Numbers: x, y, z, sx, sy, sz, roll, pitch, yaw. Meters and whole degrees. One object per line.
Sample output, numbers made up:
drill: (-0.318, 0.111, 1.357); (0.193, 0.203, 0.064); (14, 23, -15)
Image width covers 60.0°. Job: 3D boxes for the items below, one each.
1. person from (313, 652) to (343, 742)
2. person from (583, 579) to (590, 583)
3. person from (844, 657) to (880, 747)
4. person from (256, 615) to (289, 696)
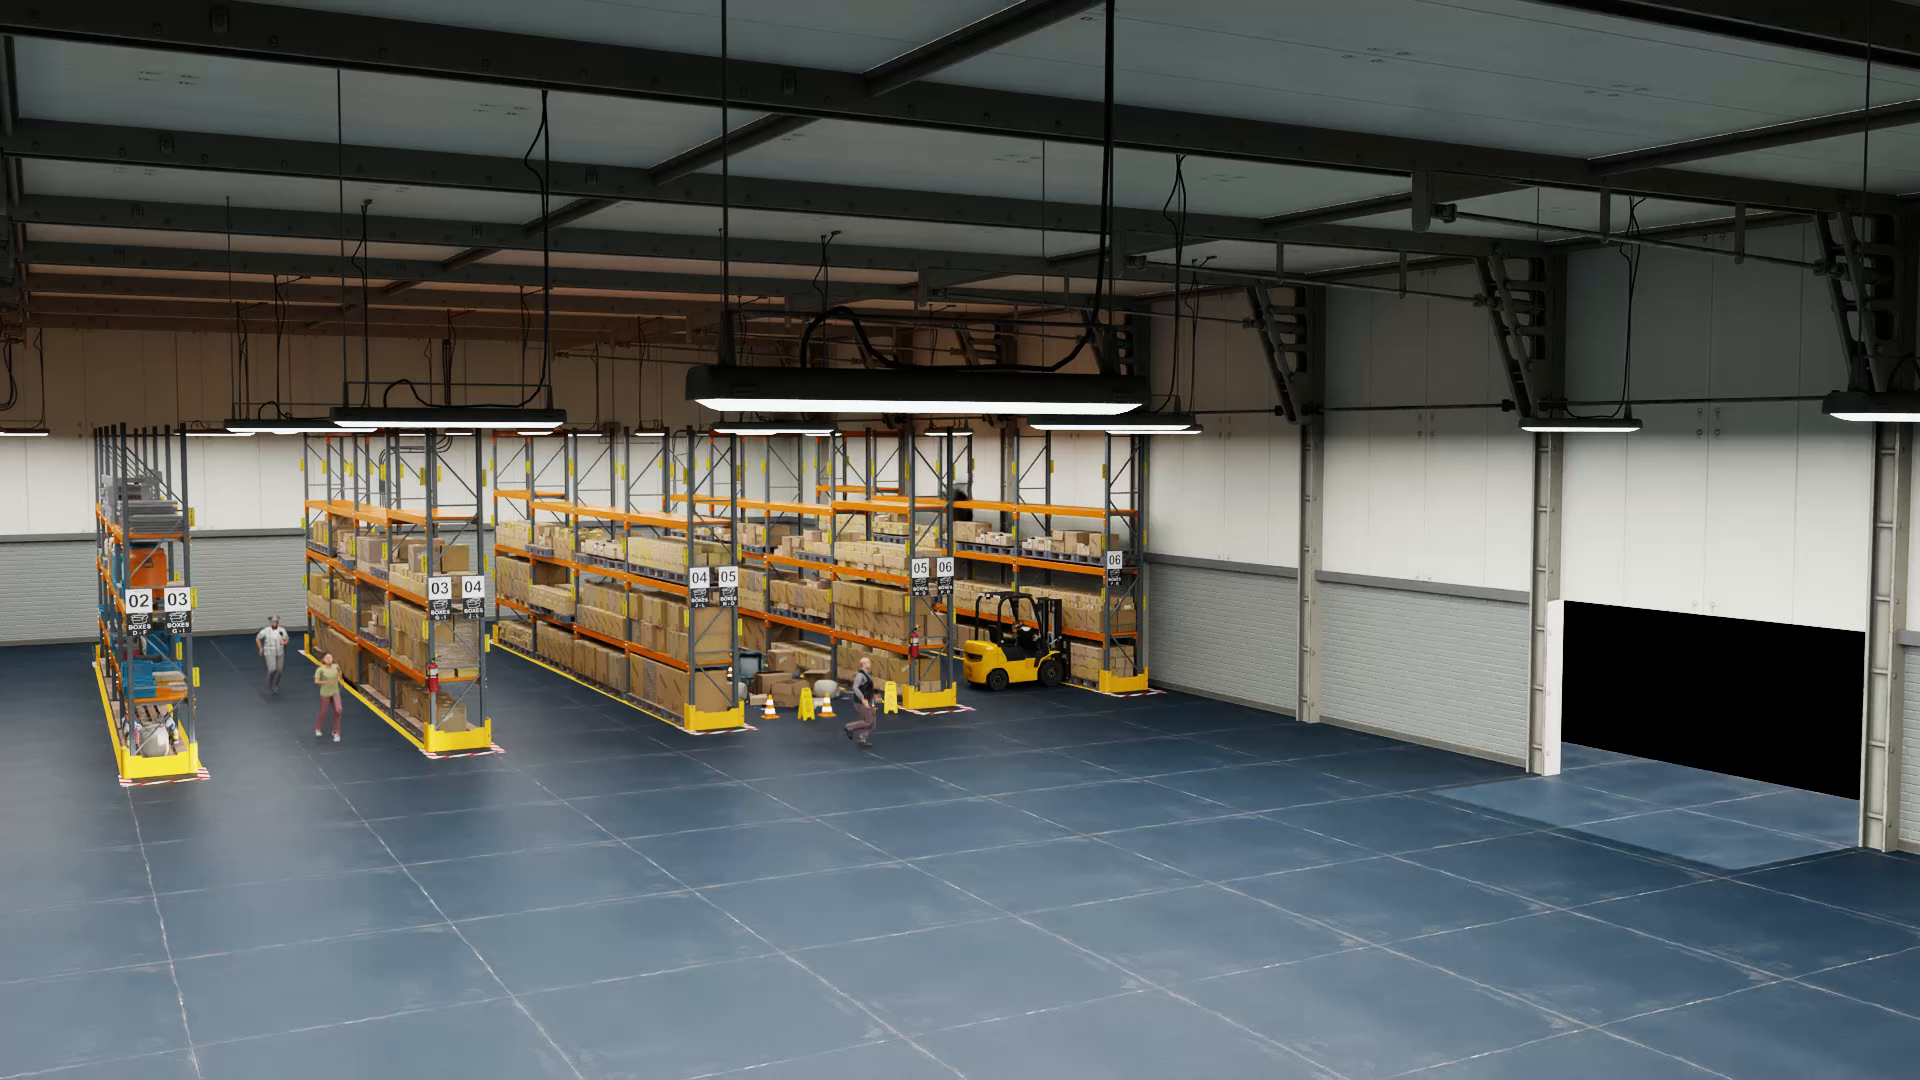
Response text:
person: (-12.038, 2.971, 31.691); (0.581, 1.709, 0.871); (-3, 4, -38)
person: (-11.168, 1.948, 49.668); (0.559, 1.538, 0.532); (-3, 5, -43)
person: (-1.837, 3.020, 30.991); (0.616, 1.670, 0.651); (1, 4, 13)
person: (-15.370, 2.591, 37.298); (0.634, 1.818, 0.730); (-3, 4, -39)
